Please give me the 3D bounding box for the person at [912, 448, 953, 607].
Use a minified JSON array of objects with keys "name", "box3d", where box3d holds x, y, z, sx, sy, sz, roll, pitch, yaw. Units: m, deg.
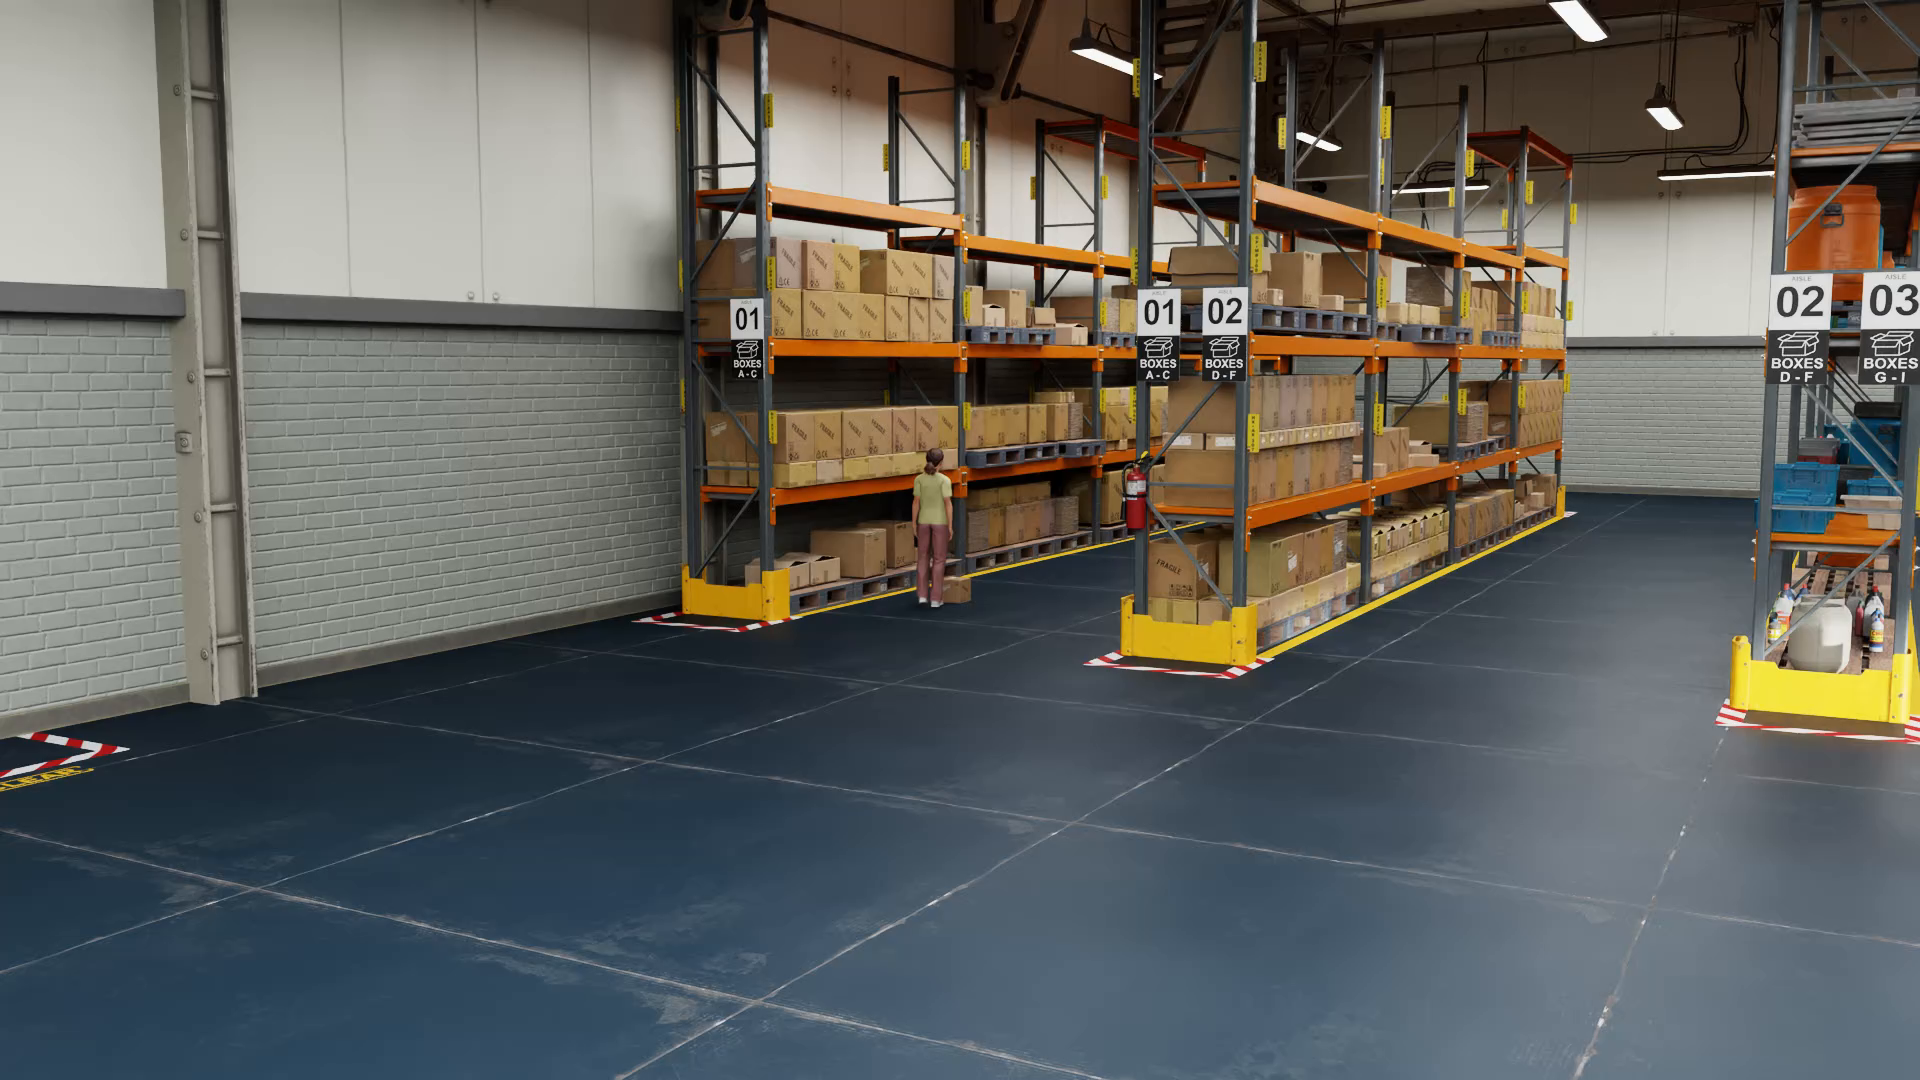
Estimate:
[{"name":"person","box3d":[-0.254,-0.137,17.588,0.470,1.685,0.498,2,6,20]}]
